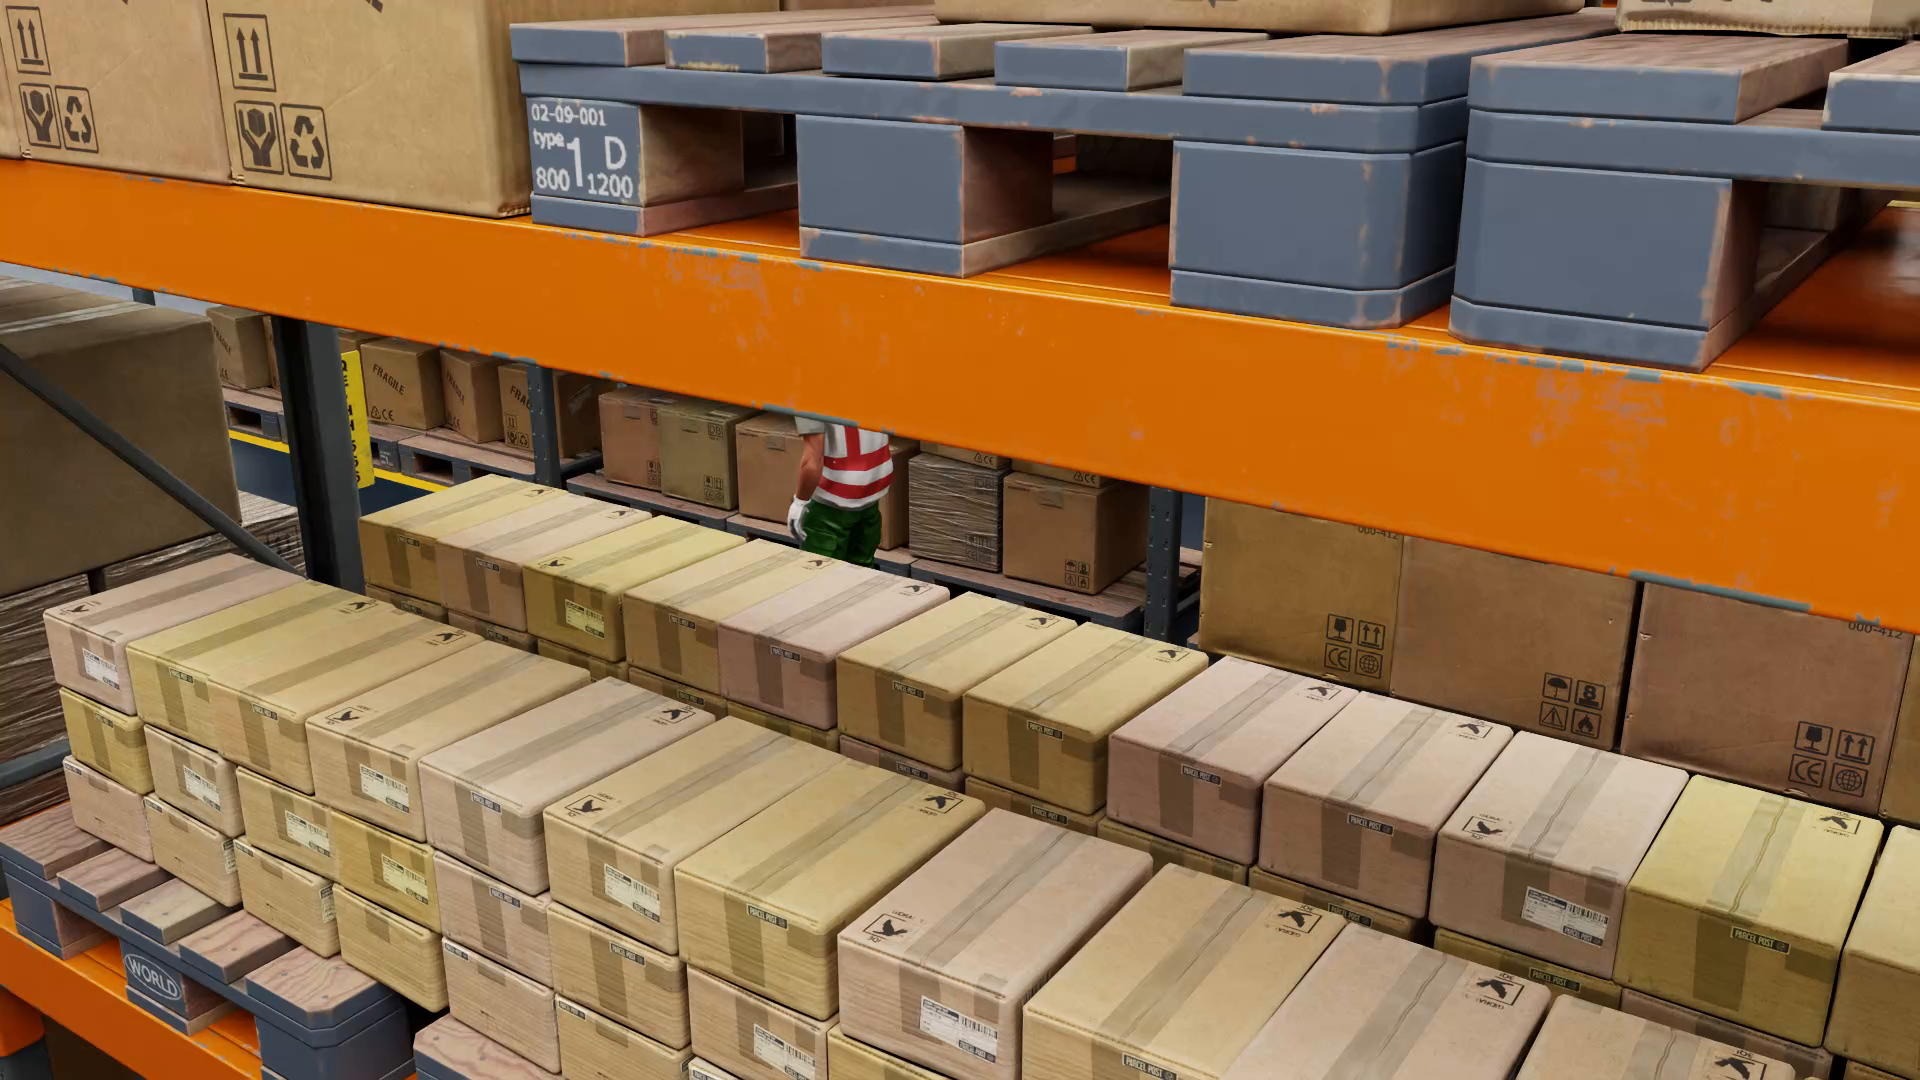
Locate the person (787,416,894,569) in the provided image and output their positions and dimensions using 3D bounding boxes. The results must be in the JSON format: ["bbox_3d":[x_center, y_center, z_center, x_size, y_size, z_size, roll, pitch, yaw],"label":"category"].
[{"bbox_3d":[-0.527,-0.206,7.129,0.450,1.778,0.611,12,23,30],"label":"person"}]
